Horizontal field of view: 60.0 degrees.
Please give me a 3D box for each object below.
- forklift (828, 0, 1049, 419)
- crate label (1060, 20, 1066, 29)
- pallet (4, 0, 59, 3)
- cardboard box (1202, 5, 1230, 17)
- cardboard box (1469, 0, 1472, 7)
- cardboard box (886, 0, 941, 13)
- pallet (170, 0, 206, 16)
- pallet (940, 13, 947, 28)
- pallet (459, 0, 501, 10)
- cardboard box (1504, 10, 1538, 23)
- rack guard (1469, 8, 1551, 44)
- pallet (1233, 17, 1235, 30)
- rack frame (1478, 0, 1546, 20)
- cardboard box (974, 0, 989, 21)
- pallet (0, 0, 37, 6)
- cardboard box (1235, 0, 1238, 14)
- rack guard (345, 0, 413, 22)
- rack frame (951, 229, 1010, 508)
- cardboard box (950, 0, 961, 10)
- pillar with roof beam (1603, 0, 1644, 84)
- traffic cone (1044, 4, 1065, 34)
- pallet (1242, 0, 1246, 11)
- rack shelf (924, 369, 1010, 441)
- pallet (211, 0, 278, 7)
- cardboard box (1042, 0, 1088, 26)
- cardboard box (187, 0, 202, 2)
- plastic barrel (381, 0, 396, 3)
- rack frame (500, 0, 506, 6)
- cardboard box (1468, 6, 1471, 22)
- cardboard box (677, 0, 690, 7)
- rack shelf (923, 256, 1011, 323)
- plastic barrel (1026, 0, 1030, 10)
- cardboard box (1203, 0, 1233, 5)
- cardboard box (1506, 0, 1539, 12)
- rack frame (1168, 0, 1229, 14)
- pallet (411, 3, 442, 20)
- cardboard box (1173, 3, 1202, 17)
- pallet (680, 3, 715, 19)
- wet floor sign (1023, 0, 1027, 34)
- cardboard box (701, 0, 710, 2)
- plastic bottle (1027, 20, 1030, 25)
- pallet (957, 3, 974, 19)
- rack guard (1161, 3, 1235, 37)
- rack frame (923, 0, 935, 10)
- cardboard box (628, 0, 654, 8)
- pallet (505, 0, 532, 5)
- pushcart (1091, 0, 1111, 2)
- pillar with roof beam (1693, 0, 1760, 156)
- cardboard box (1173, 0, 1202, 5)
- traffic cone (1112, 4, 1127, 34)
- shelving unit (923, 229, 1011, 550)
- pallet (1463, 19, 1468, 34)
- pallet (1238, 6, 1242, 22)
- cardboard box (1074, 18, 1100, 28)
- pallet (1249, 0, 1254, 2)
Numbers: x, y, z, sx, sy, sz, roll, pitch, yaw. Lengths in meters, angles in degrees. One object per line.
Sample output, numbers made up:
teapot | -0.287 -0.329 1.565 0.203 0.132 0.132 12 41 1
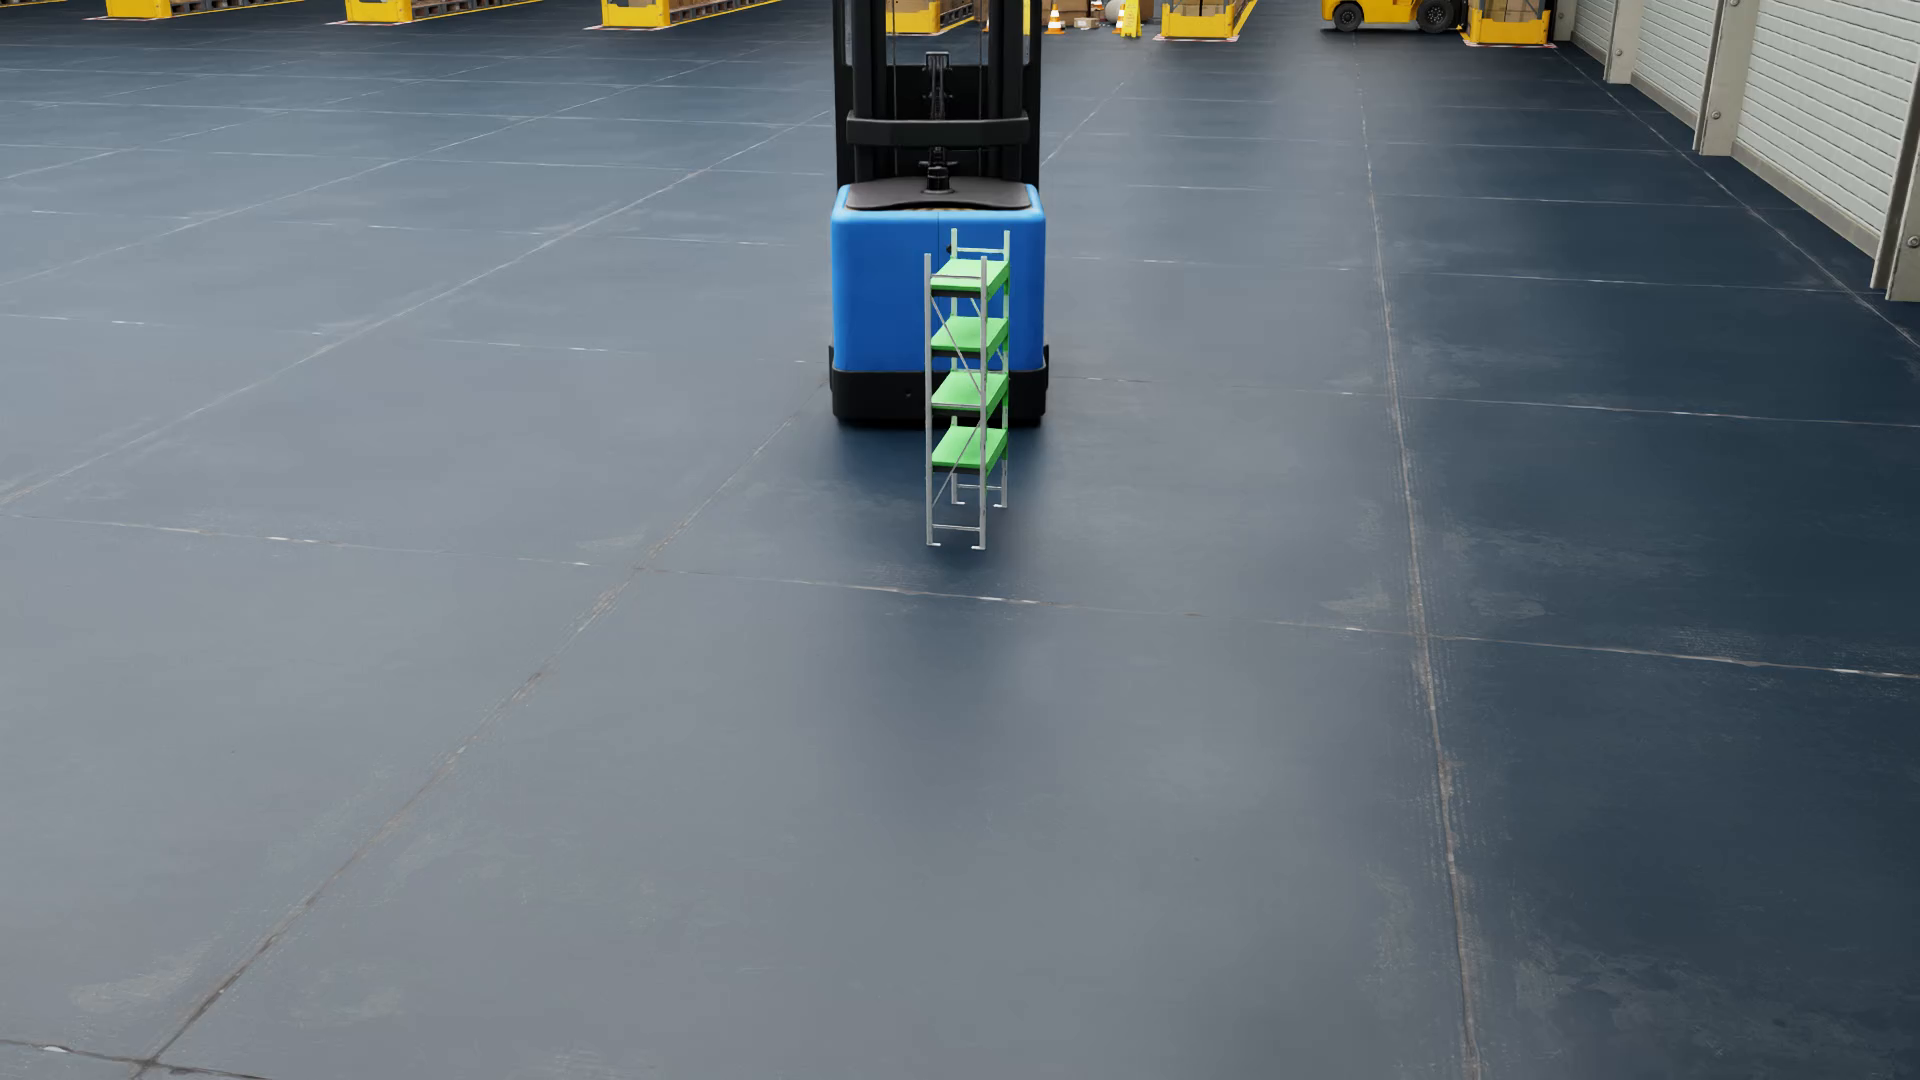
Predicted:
forklift | -0.122 -2.450 9.014 1.130 2.935 3.031 0 22 -1
crate label | 1.703 -8.945 28.880 0.250 0.136 0.298 -7 23 -17
pallet | -19.601 -11.574 35.308 1.003 0.211 1.213 4 22 11
cardboard box | 4.369 -8.958 28.199 0.500 0.250 0.500 4 22 10
cardboard box | 8.700 -8.923 27.444 0.500 0.250 0.500 4 22 10
cardboard box | -0.859 -9.567 28.875 0.875 0.875 0.875 5 22 11
pallet | -15.350 -10.266 32.061 1.003 0.211 1.213 4 22 11
pallet | -0.846 -9.110 29.190 1.003 0.211 1.213 4 22 11
pallet | -9.978 -10.824 33.448 1.003 0.211 1.213 4 22 11
cardboard box | 9.086 -8.471 26.991 0.500 0.250 0.500 5 22 11
rack guard | 8.789 -8.219 26.592 1.175 0.500 0.348 4 22 11
pallet | 4.150 -8.793 28.404 1.003 0.211 1.213 4 22 11
rack frame | 8.794 -9.387 26.147 1.000 3.000 0.127 4 22 11
cardboard box | 0.572 -9.763 30.423 0.500 0.500 0.500 8 23 20
pallet | -19.848 -11.126 34.197 1.003 0.211 1.213 4 22 11
cardboard box | 4.580 -9.344 29.159 0.500 0.250 0.500 6 23 15
rack guard | -10.647 -9.769 30.441 1.175 0.500 0.348 4 22 11
rack frame | 0.084 -0.706 7.001 0.240 1.200 0.015 4 22 11
cardboard box | -0.493 -10.222 30.502 0.875 0.875 0.875 5 22 11
pillar with roof beam | 4.380 -10.490 20.854 9.100 9.000 0.400 4 22 11
traffic cone | 1.603 -8.804 28.093 0.336 0.463 0.334 4 22 11
pallet | 5.154 -10.666 33.055 1.003 0.211 1.213 4 22 11
rack shelf | 0.034 -0.558 6.804 0.258 0.148 0.480 4 22 11
pallet | -14.852 -11.158 34.277 1.003 0.211 1.213 4 22 11
cardboard box | 1.814 -9.442 29.624 0.797 0.503 0.637 -11 25 -26
cardboard box | -15.039 -10.558 32.172 0.500 0.250 0.500 4 22 11
plastic barrel | -10.557 -10.185 30.895 0.421 0.512 0.421 0 22 0
rack frame | -9.800 -12.360 33.529 1.000 3.000 0.127 4 22 11
cardboard box | 8.691 -8.684 27.519 0.500 0.250 0.500 4 22 11
cardboard box | -5.389 -10.231 31.026 0.500 0.500 0.500 7 23 16
rack shelf | 0.034 -1.003 6.624 0.258 0.148 0.480 4 22 11
plastic barrel | 1.154 -9.841 30.722 0.421 0.421 0.512 -16 27 -35
cardboard box | 4.374 -9.314 28.080 0.500 0.500 0.500 4 22 9
cardboard box | 9.093 -8.695 26.877 0.500 0.250 0.500 5 22 12
rack frame | 3.934 -9.764 27.083 1.000 3.000 0.127 4 22 11
pallet | -10.476 -9.932 31.232 1.003 0.211 1.213 4 22 11
cardboard box | 3.840 -9.009 28.325 0.500 0.250 0.500 4 22 11
pallet | -5.300 -9.993 31.385 1.003 0.211 1.213 4 22 11
wet floor sign | 1.000 -8.851 27.967 0.267 0.644 0.232 1 22 2
cardboard box | -5.181 -10.665 32.103 0.500 0.500 0.500 12 25 28
plastic bottle | 1.264 -9.271 29.791 0.133 0.061 0.283 -3 22 -8
pallet | -0.348 -10.002 31.406 1.003 0.211 1.213 4 22 11
rack guard | 3.950 -8.633 27.619 1.175 0.500 0.348 4 22 11
rack frame | -0.932 -10.105 27.929 1.000 3.000 0.127 4 22 11
cardboard box | -5.624 -9.782 29.911 0.500 0.500 0.500 9 24 21
pallet | -9.678 -11.357 34.770 1.003 0.211 1.213 4 22 11
pushcart | 2.508 -10.166 31.592 1.648 0.377 0.936 -3 22 -8
pillar with roof beam | 3.155 -8.296 15.406 9.100 9.000 0.400 4 22 11
cardboard box | 3.842 -9.345 28.155 0.500 0.500 0.500 5 22 11
traffic cone | 2.759 -8.843 28.192 0.336 0.463 0.334 4 22 11
shelving unit | 0.034 -0.617 6.780 0.258 1.200 0.503 4 22 11
pallet | 9.160 -8.822 28.475 1.003 0.211 1.213 4 22 11
pallet | 4.648 -9.686 30.620 1.003 0.211 1.213 4 22 11
cardboard box | 2.224 -9.075 29.188 0.380 0.149 0.250 18 28 38
pallet | 5.801 -11.679 35.571 1.003 0.211 1.213 4 22 11
